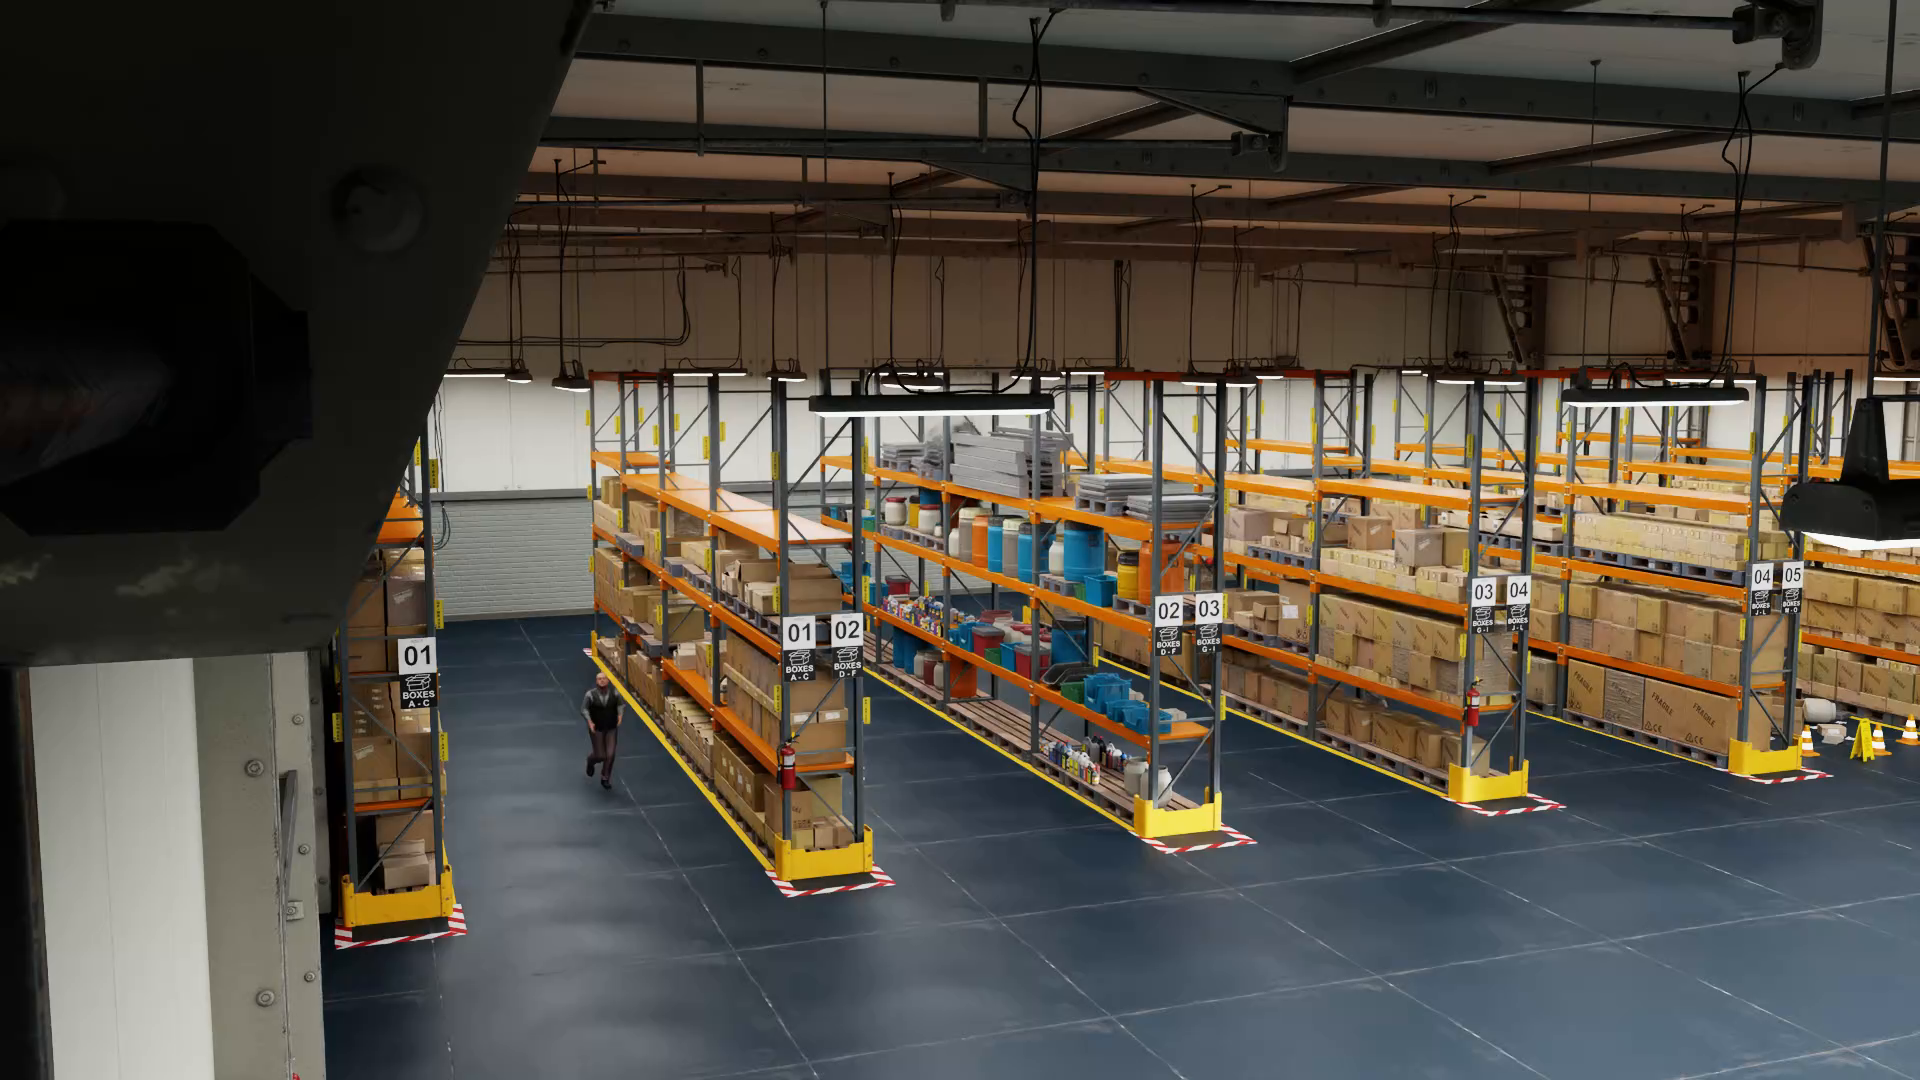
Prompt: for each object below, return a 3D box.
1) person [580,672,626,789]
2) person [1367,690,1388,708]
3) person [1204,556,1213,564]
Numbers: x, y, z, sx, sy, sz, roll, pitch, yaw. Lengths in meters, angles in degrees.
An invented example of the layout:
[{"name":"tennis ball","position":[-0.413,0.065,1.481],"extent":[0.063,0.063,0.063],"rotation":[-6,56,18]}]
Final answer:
[{"name":"person","position":[-5.239,2.812,24.473],"extent":[0.661,1.629,0.642],"rotation":[-3,7,-23]},{"name":"person","position":[7.632,2.108,30.047],"extent":[0.625,1.827,0.748],"rotation":[-5,8,-36]},{"name":"person","position":[6.147,0.930,41.074],"extent":[0.606,1.657,0.702],"rotation":[-3,7,-24]}]
